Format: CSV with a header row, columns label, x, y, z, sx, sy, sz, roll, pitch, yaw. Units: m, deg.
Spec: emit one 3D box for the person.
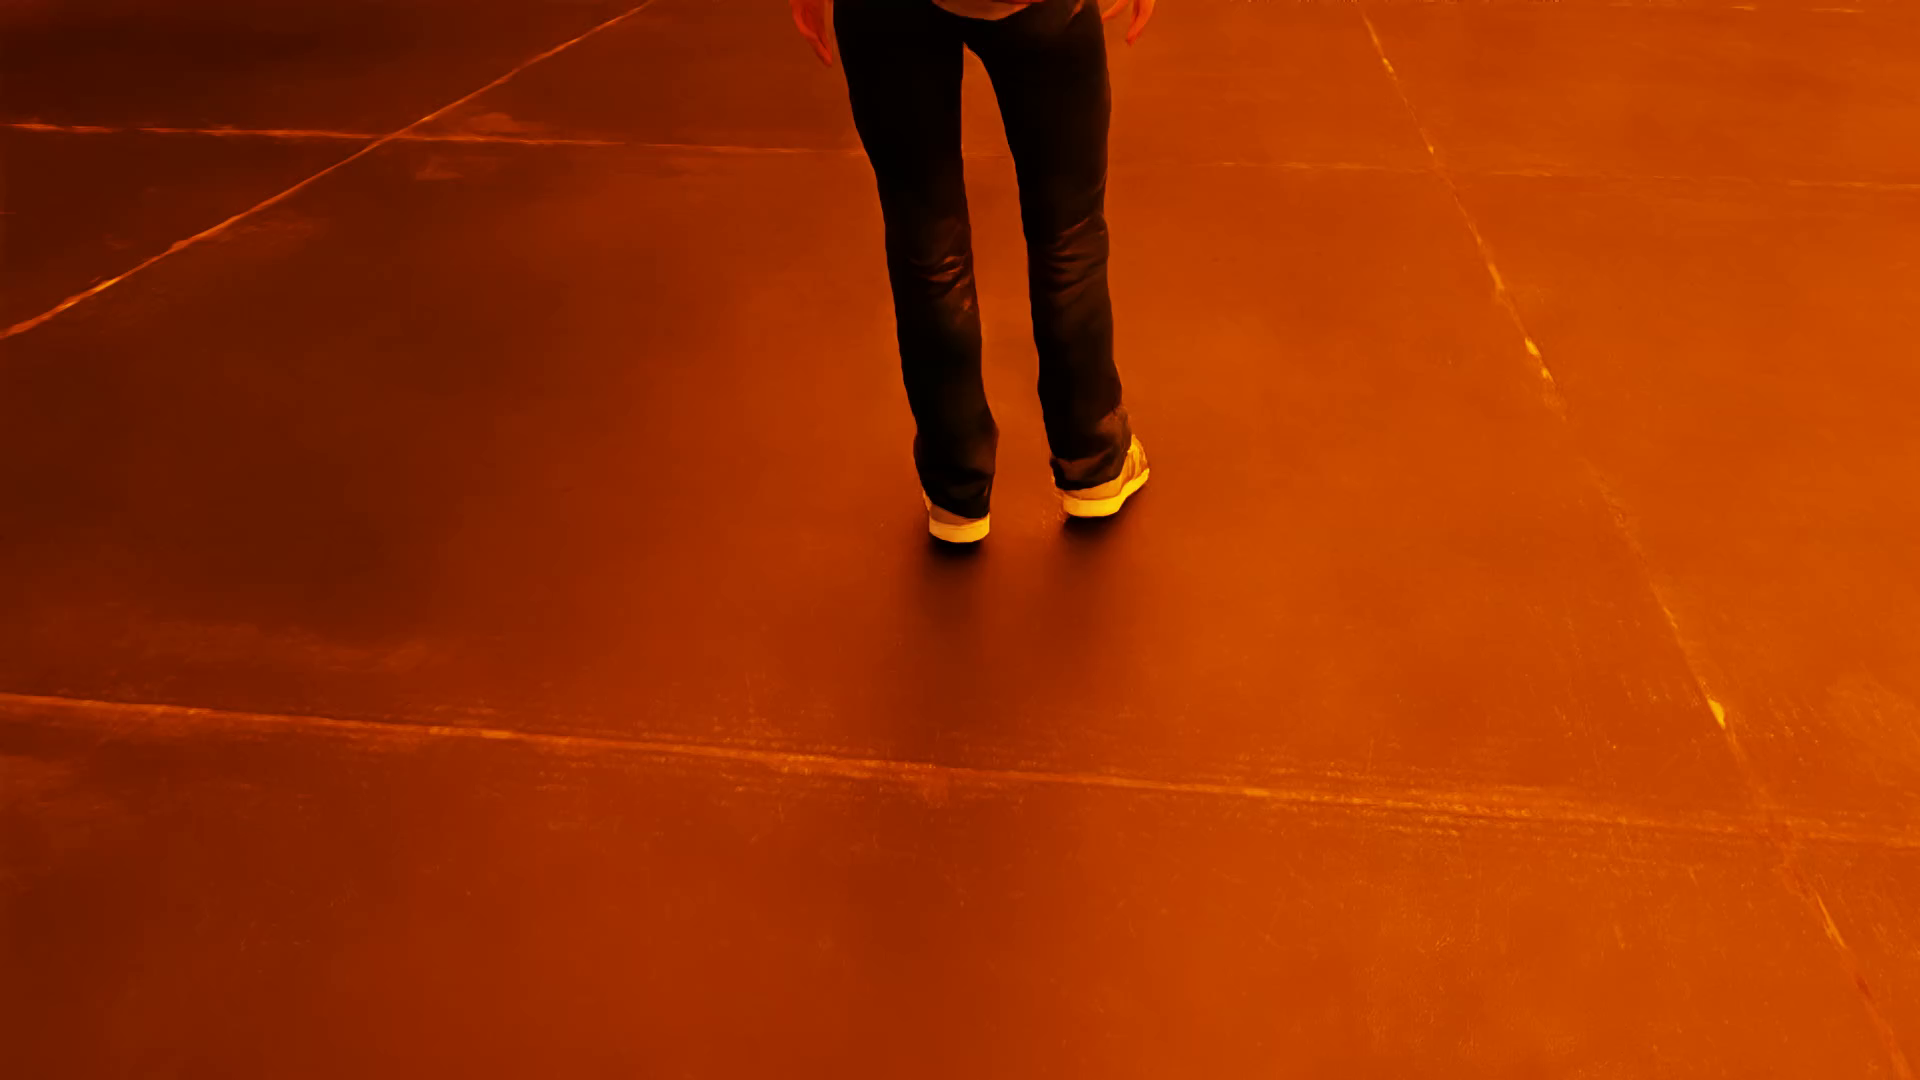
label,x,y,z,sx,sy,sz,roll,pitch,yaw
person,0.023,-0.753,2.204,0.520,1.597,0.474,3,27,7
